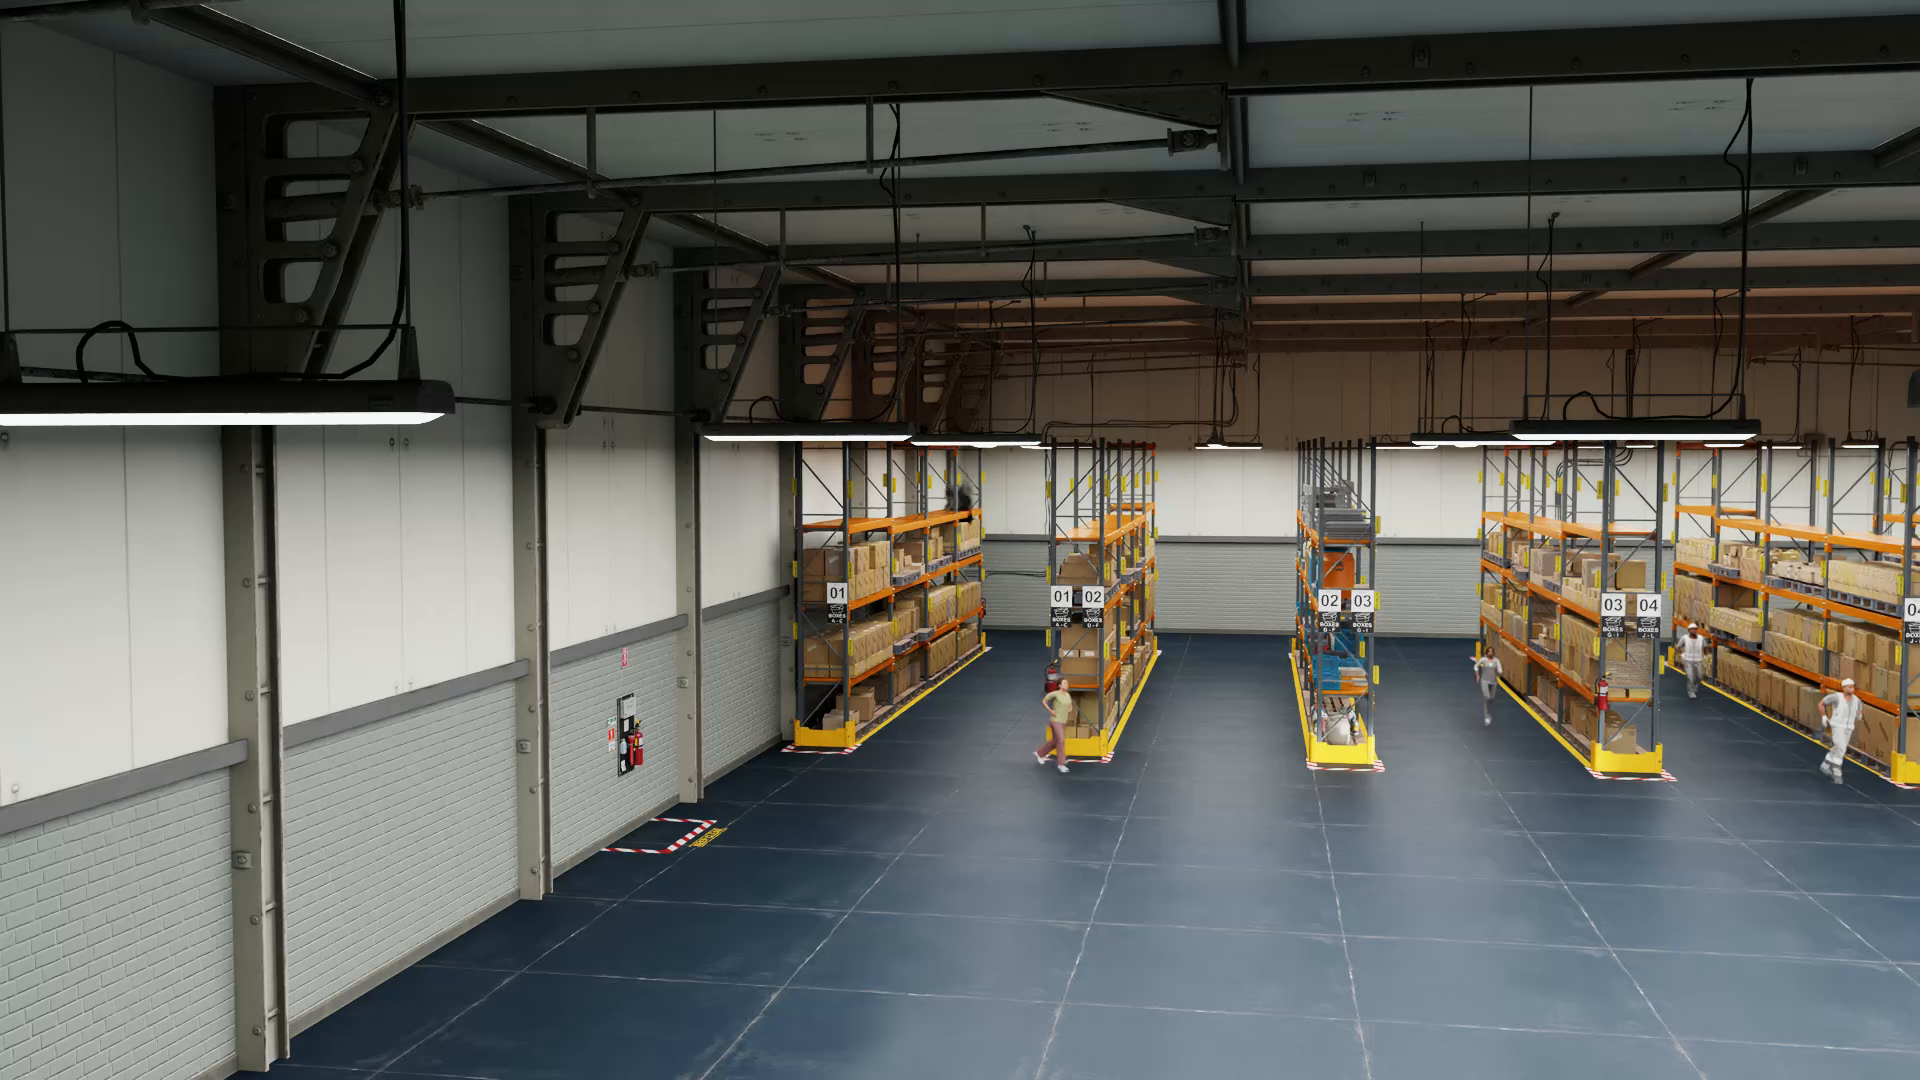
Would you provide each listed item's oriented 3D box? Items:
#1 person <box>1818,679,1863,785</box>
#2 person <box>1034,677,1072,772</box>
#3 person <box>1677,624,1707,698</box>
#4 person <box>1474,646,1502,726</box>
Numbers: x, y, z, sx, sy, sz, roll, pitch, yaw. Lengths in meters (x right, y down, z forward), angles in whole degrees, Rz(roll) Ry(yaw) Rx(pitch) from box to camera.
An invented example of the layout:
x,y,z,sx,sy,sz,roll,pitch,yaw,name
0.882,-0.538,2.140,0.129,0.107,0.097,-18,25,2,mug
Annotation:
x,y,z,sx,sy,sz,roll,pitch,yaw,name
15.363,3.310,28.971,0.672,1.808,0.823,0,3,-9,person
1.785,3.319,30.144,0.603,1.683,0.888,-3,4,-44,person
17.034,2.806,38.678,0.665,1.736,0.590,1,3,13,person
11.148,3.063,35.065,0.510,1.635,0.737,0,3,1,person
